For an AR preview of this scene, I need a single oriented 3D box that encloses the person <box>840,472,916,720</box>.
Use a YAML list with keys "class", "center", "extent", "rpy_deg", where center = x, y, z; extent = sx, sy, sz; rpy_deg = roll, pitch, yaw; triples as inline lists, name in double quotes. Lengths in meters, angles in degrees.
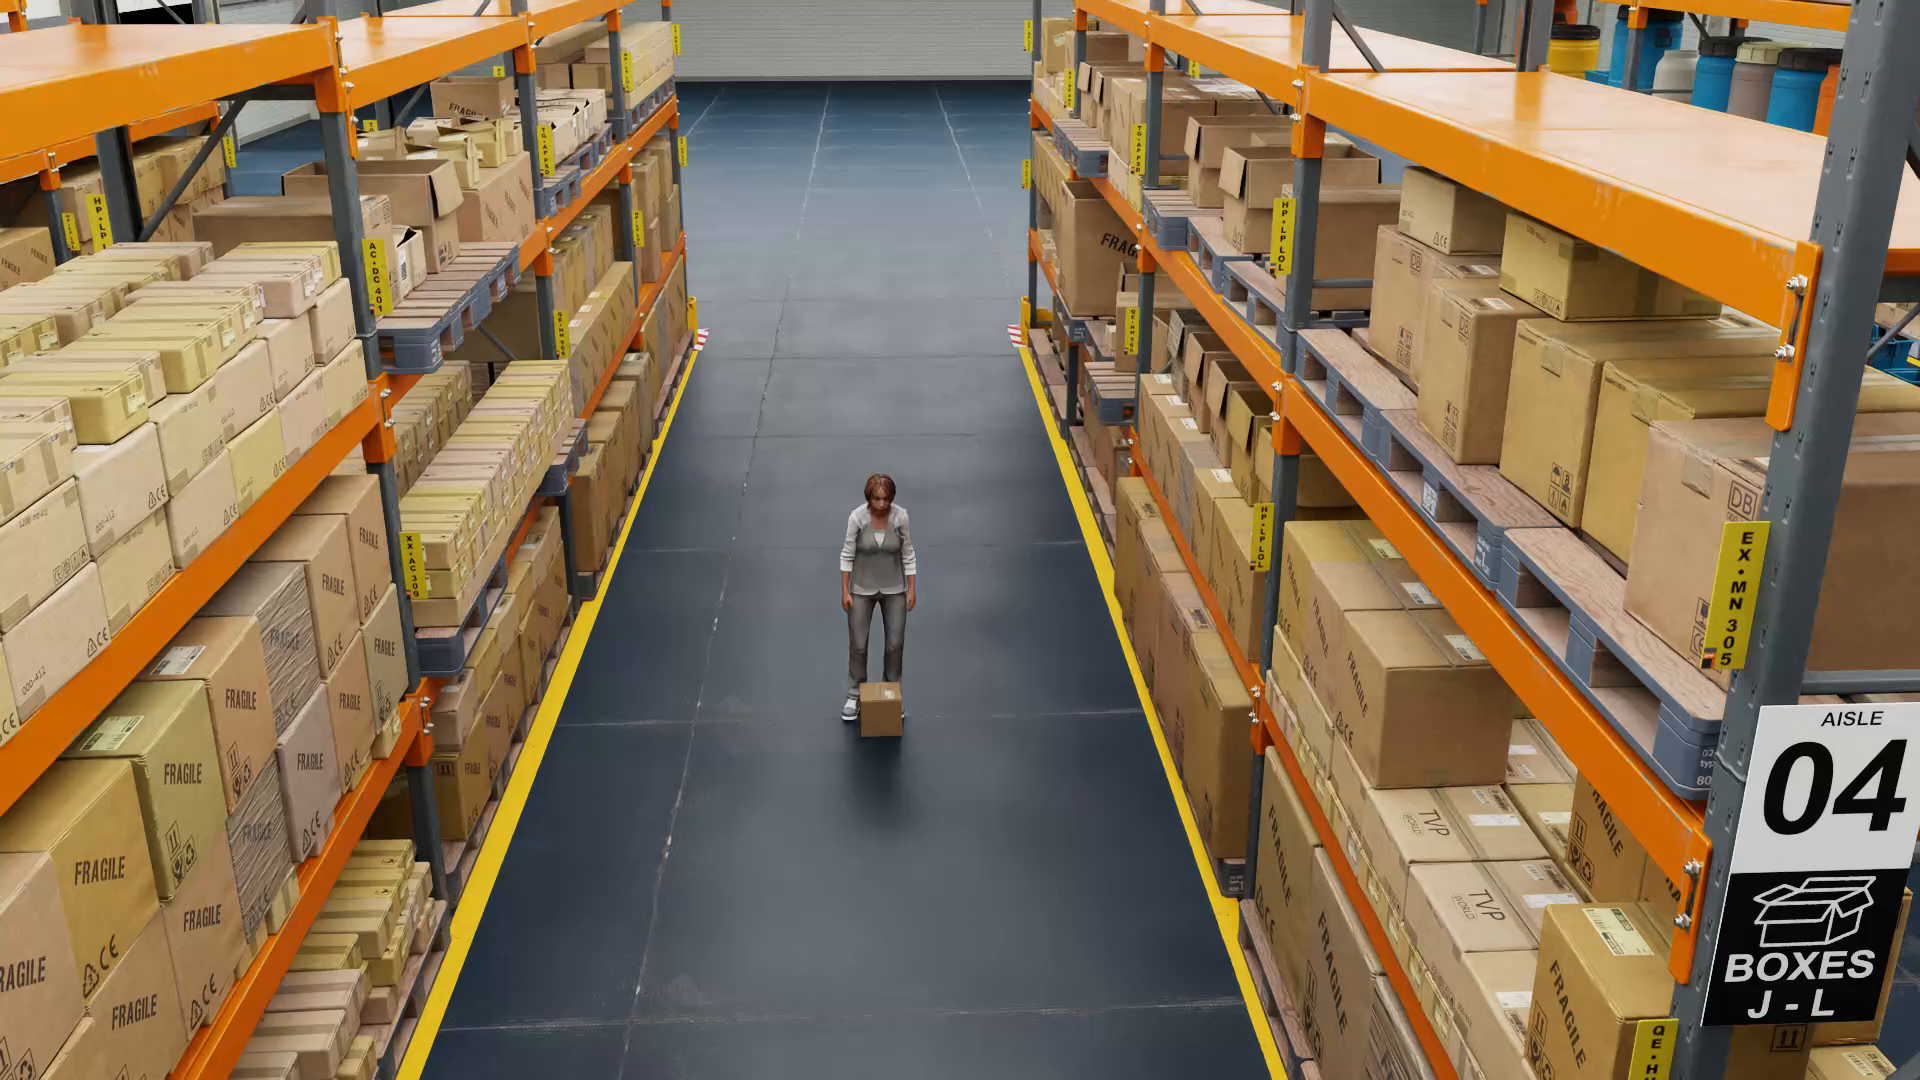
- class: "person"
  center: [-0.507, 0.331, 10.217]
  extent: [0.485, 1.593, 0.343]
  rpy_deg: [-2, 21, -6]
